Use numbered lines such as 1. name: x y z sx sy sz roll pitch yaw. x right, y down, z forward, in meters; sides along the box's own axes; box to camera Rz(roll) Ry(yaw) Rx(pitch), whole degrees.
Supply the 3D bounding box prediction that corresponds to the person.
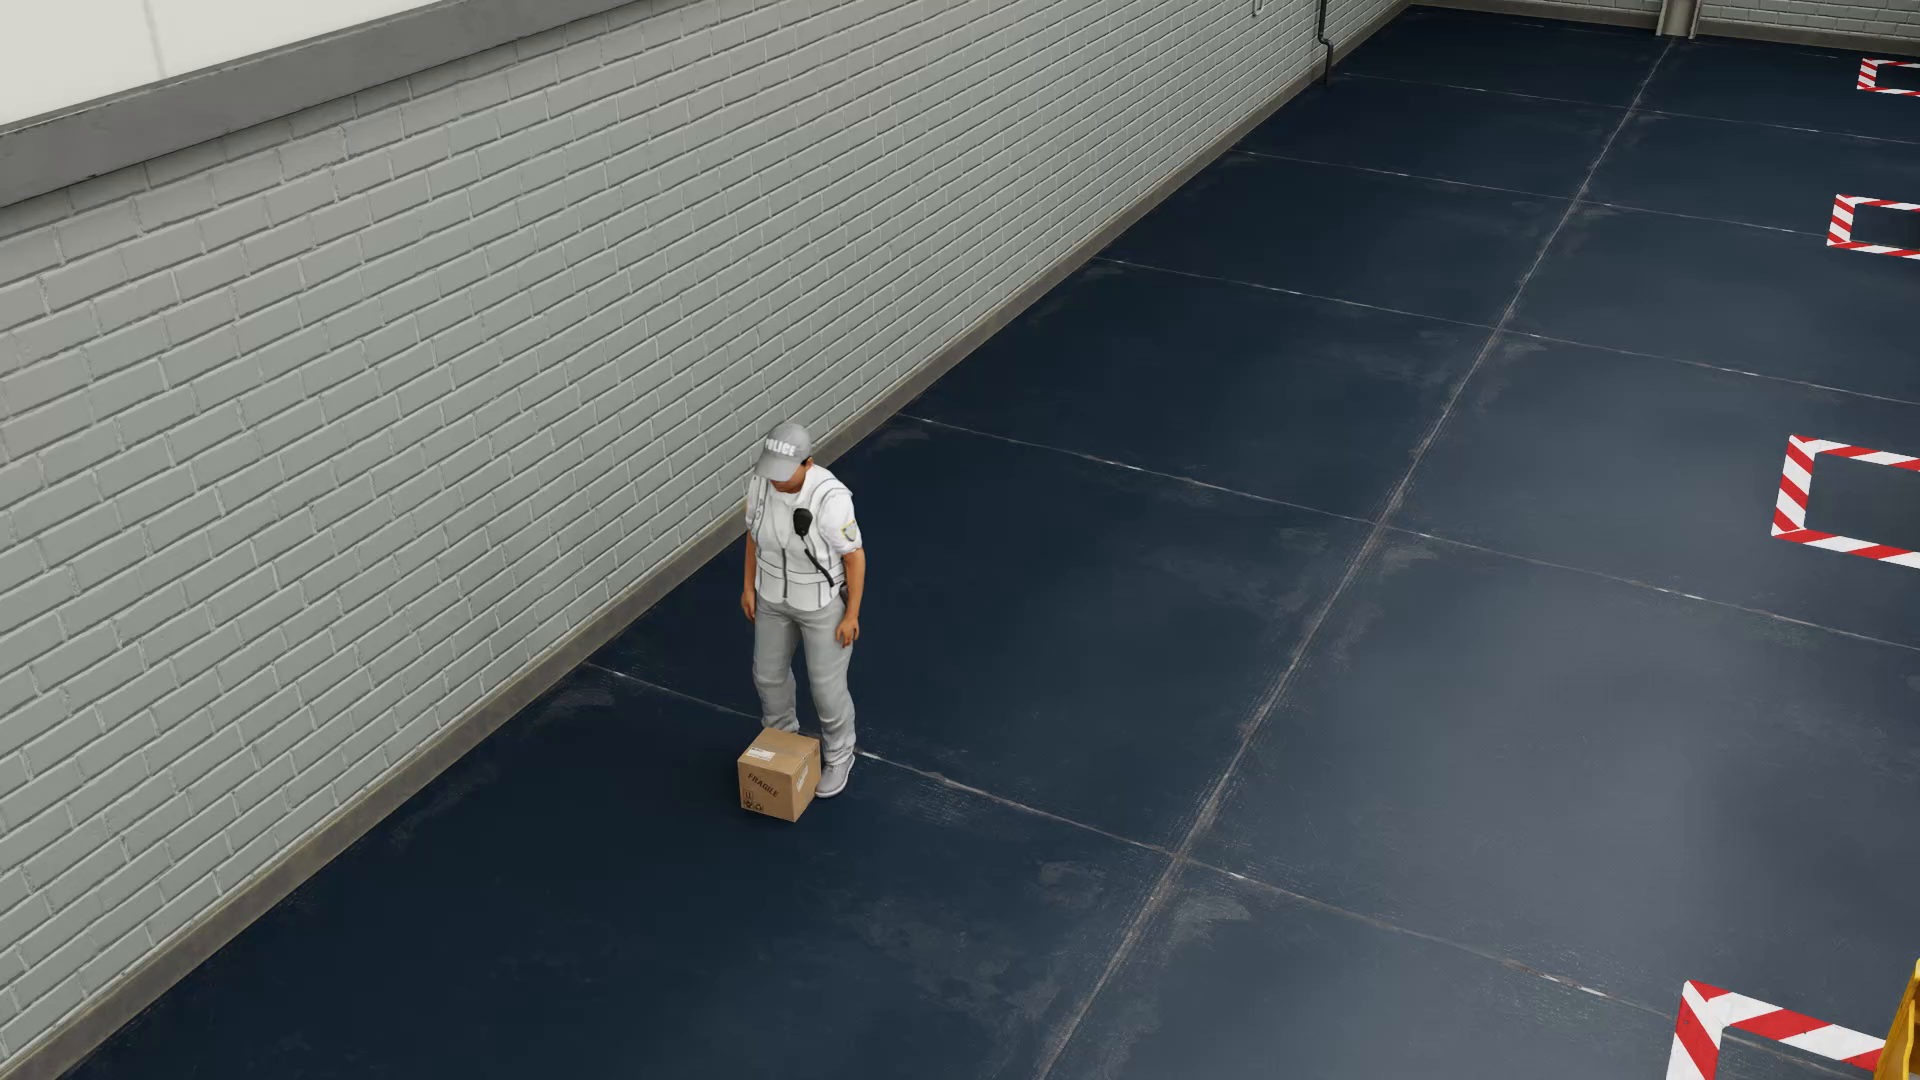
1. person: -0.648 0.258 6.681 0.551 1.666 0.472 14 33 22
